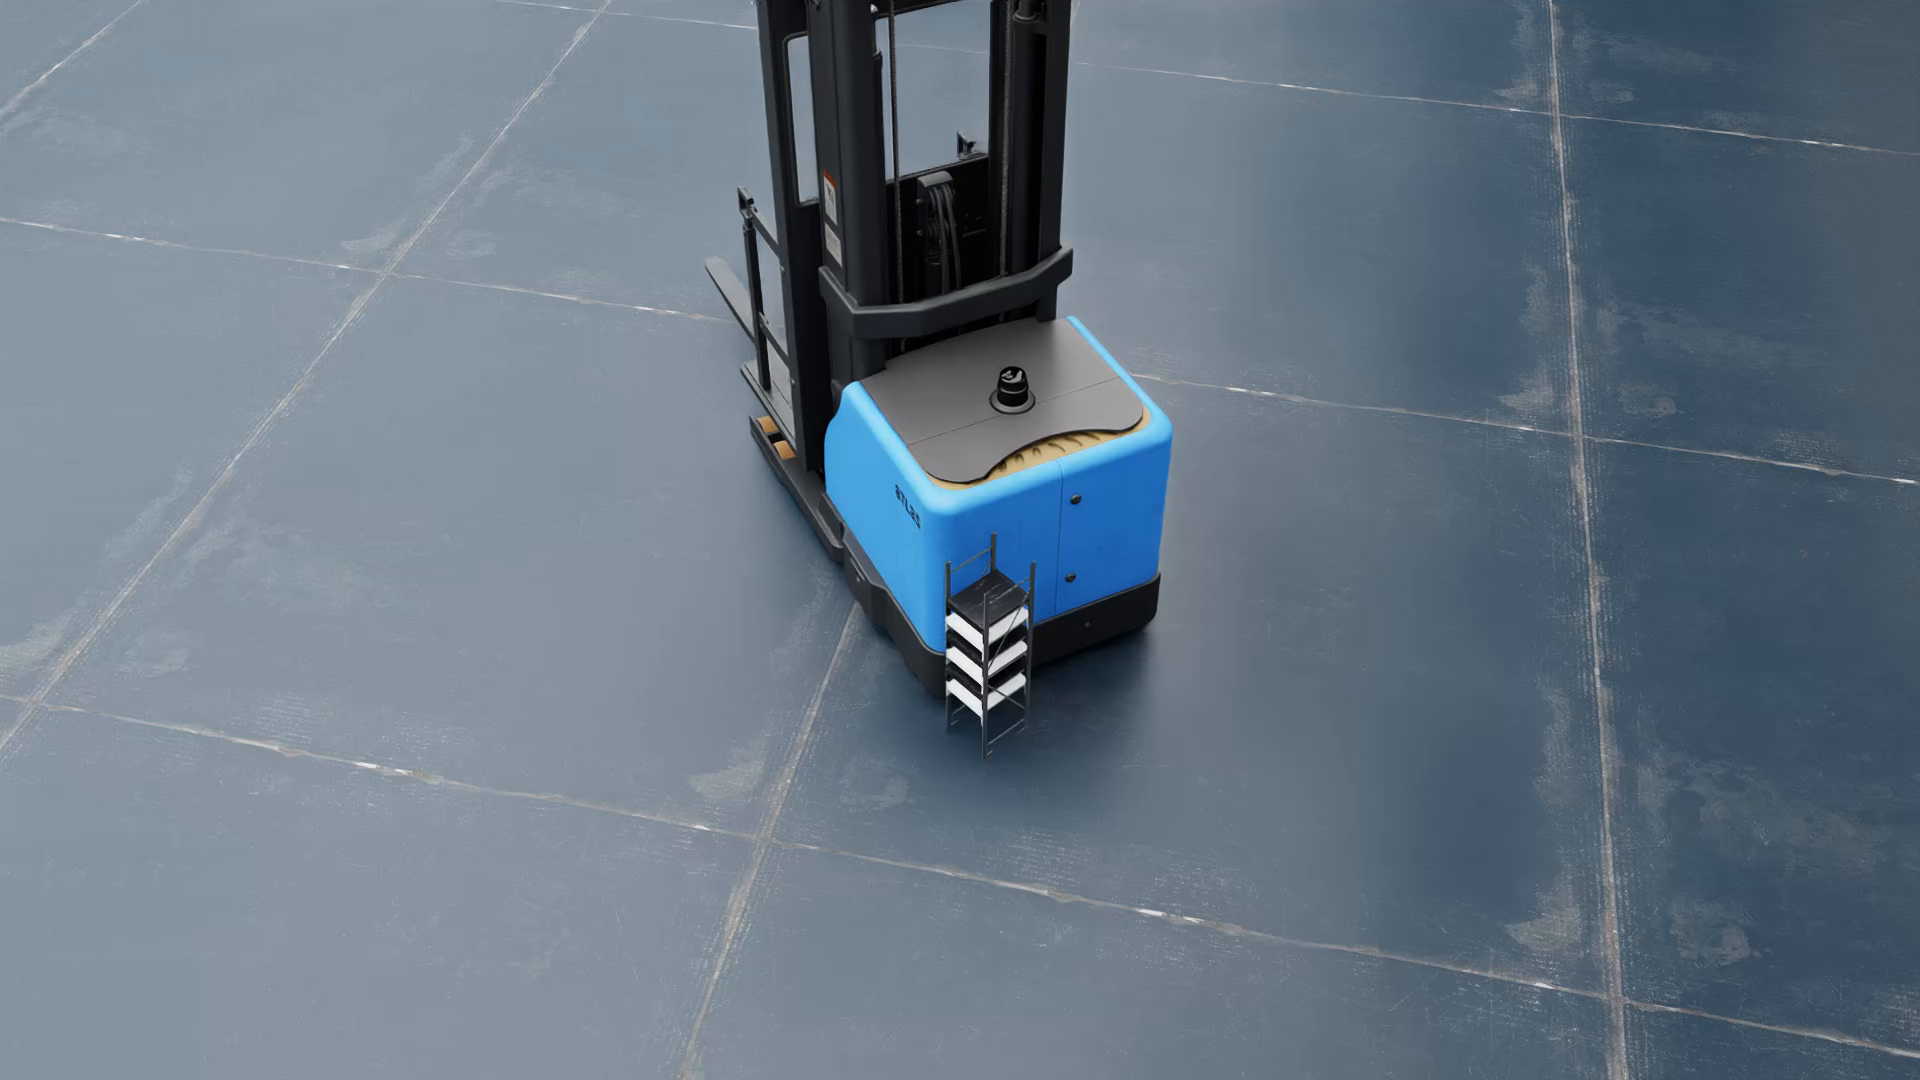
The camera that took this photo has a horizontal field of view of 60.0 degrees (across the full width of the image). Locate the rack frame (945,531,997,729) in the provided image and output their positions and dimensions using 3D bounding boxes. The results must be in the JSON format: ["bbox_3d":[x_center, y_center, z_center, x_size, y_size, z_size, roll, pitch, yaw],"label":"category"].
[{"bbox_3d":[0.039,0.351,6.197,0.240,0.900,0.006,-32,52,-29],"label":"rack frame"}]

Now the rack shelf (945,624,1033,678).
[{"bbox_3d":[0.107,0.362,6.103,0.258,0.077,0.200,-32,52,-29],"label":"rack shelf"}]

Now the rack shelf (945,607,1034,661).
[{"bbox_3d":[0.107,0.297,6.041,0.258,0.077,0.200,-32,52,-29],"label":"rack shelf"}]

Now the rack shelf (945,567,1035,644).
[{"bbox_3d":[0.107,0.233,5.978,0.258,0.077,0.200,-32,52,-29],"label":"rack shelf"}]

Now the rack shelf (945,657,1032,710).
[{"bbox_3d":[0.107,0.492,6.228,0.258,0.077,0.200,-32,52,-29],"label":"rack shelf"}]

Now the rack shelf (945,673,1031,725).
[{"bbox_3d":[0.107,0.557,6.290,0.258,0.077,0.200,-32,52,-29],"label":"rack shelf"}]

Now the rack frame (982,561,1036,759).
[{"bbox_3d":[0.175,0.456,6.088,0.240,0.900,0.006,-32,52,-29],"label":"rack frame"}]

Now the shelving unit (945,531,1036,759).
[{"bbox_3d":[0.107,0.403,6.142,0.258,0.900,0.210,-32,52,-29],"label":"shelving unit"}]

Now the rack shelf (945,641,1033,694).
[{"bbox_3d":[0.107,0.427,6.165,0.258,0.077,0.200,-32,52,-29],"label":"rack shelf"}]

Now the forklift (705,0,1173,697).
[{"bbox_3d":[-0.305,-1.469,6.623,1.130,2.935,3.031,-19,47,-19],"label":"forklift"}]
